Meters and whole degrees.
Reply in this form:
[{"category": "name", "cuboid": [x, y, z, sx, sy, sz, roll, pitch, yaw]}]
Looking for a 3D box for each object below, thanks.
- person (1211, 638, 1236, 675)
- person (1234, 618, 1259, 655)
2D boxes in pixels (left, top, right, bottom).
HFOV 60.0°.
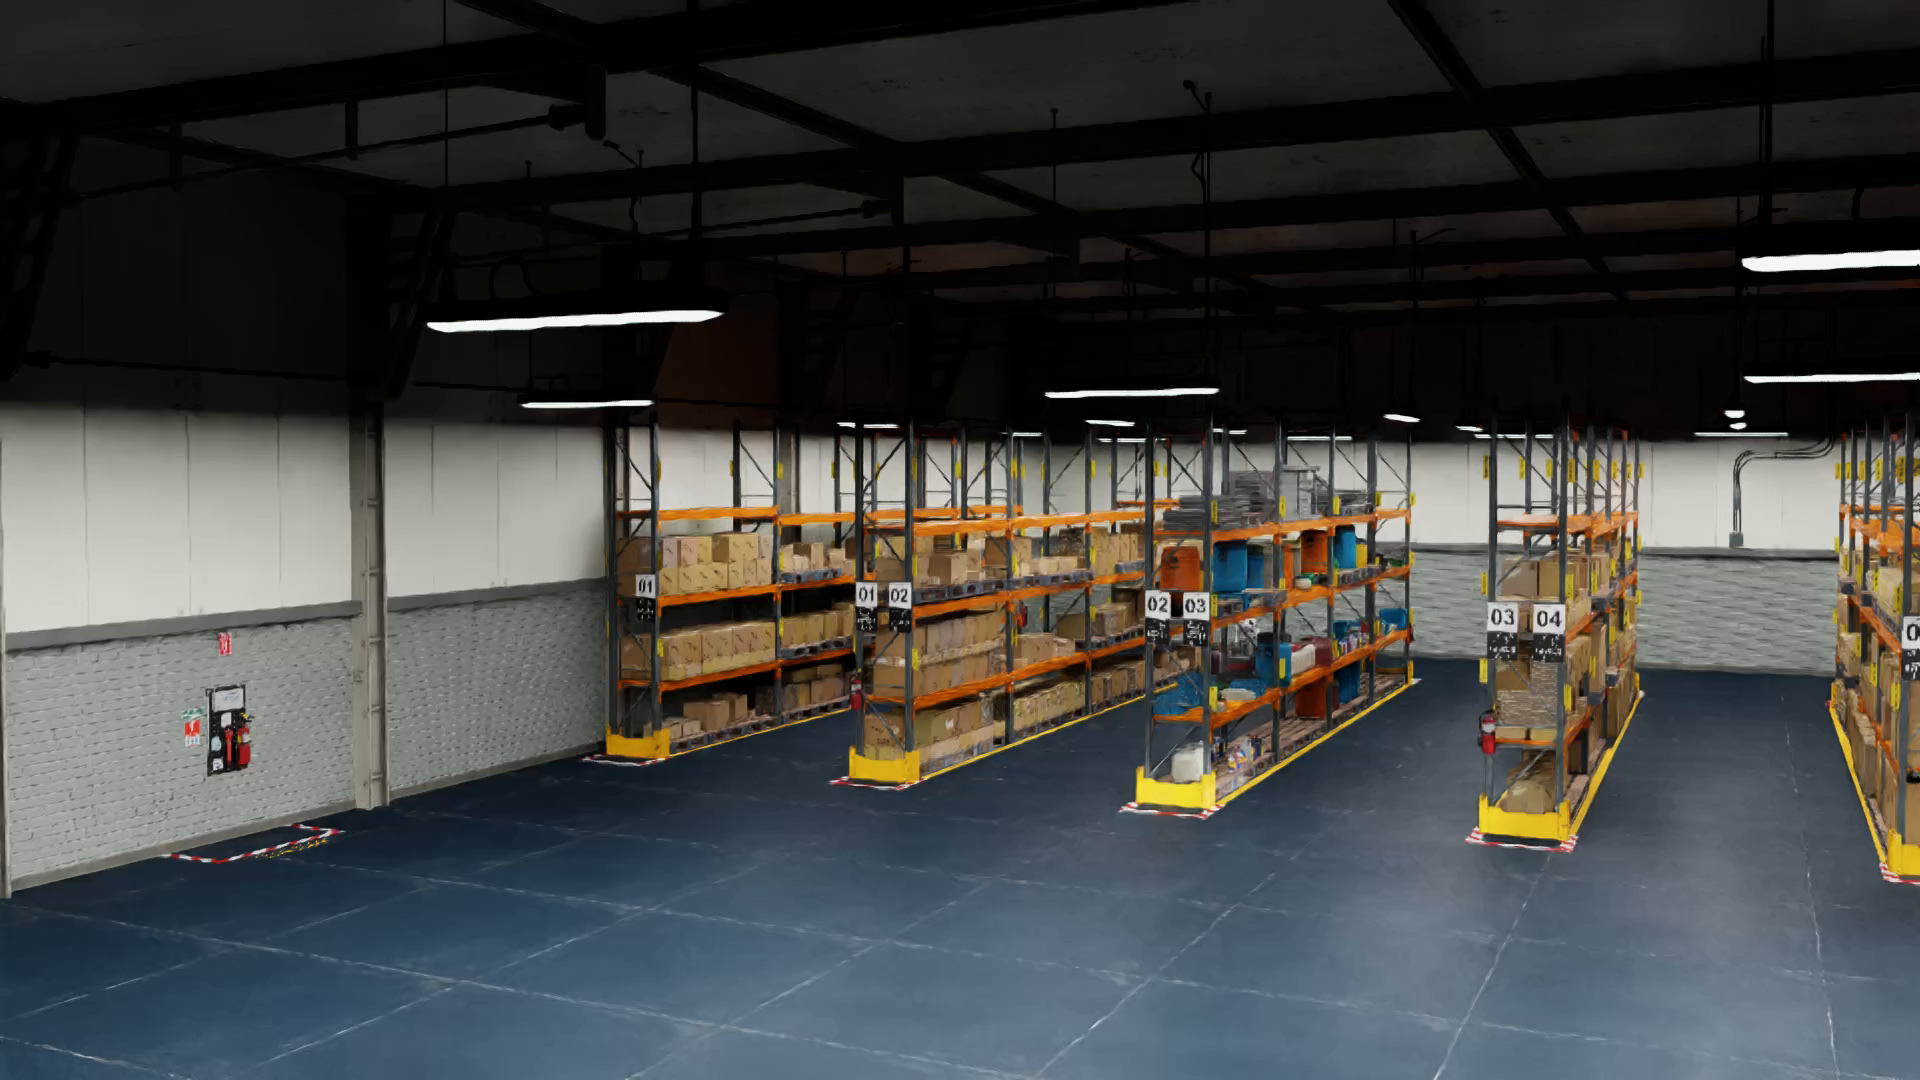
[{"category": "person", "cuboid": [5.175, 2.756, 32.749, 0.598, 1.698, 1.193, 1, 3, 28]}, {"category": "person", "cuboid": [7.107, 2.454, 41.120, 0.615, 1.648, 0.659, 1, 2, 16]}]
